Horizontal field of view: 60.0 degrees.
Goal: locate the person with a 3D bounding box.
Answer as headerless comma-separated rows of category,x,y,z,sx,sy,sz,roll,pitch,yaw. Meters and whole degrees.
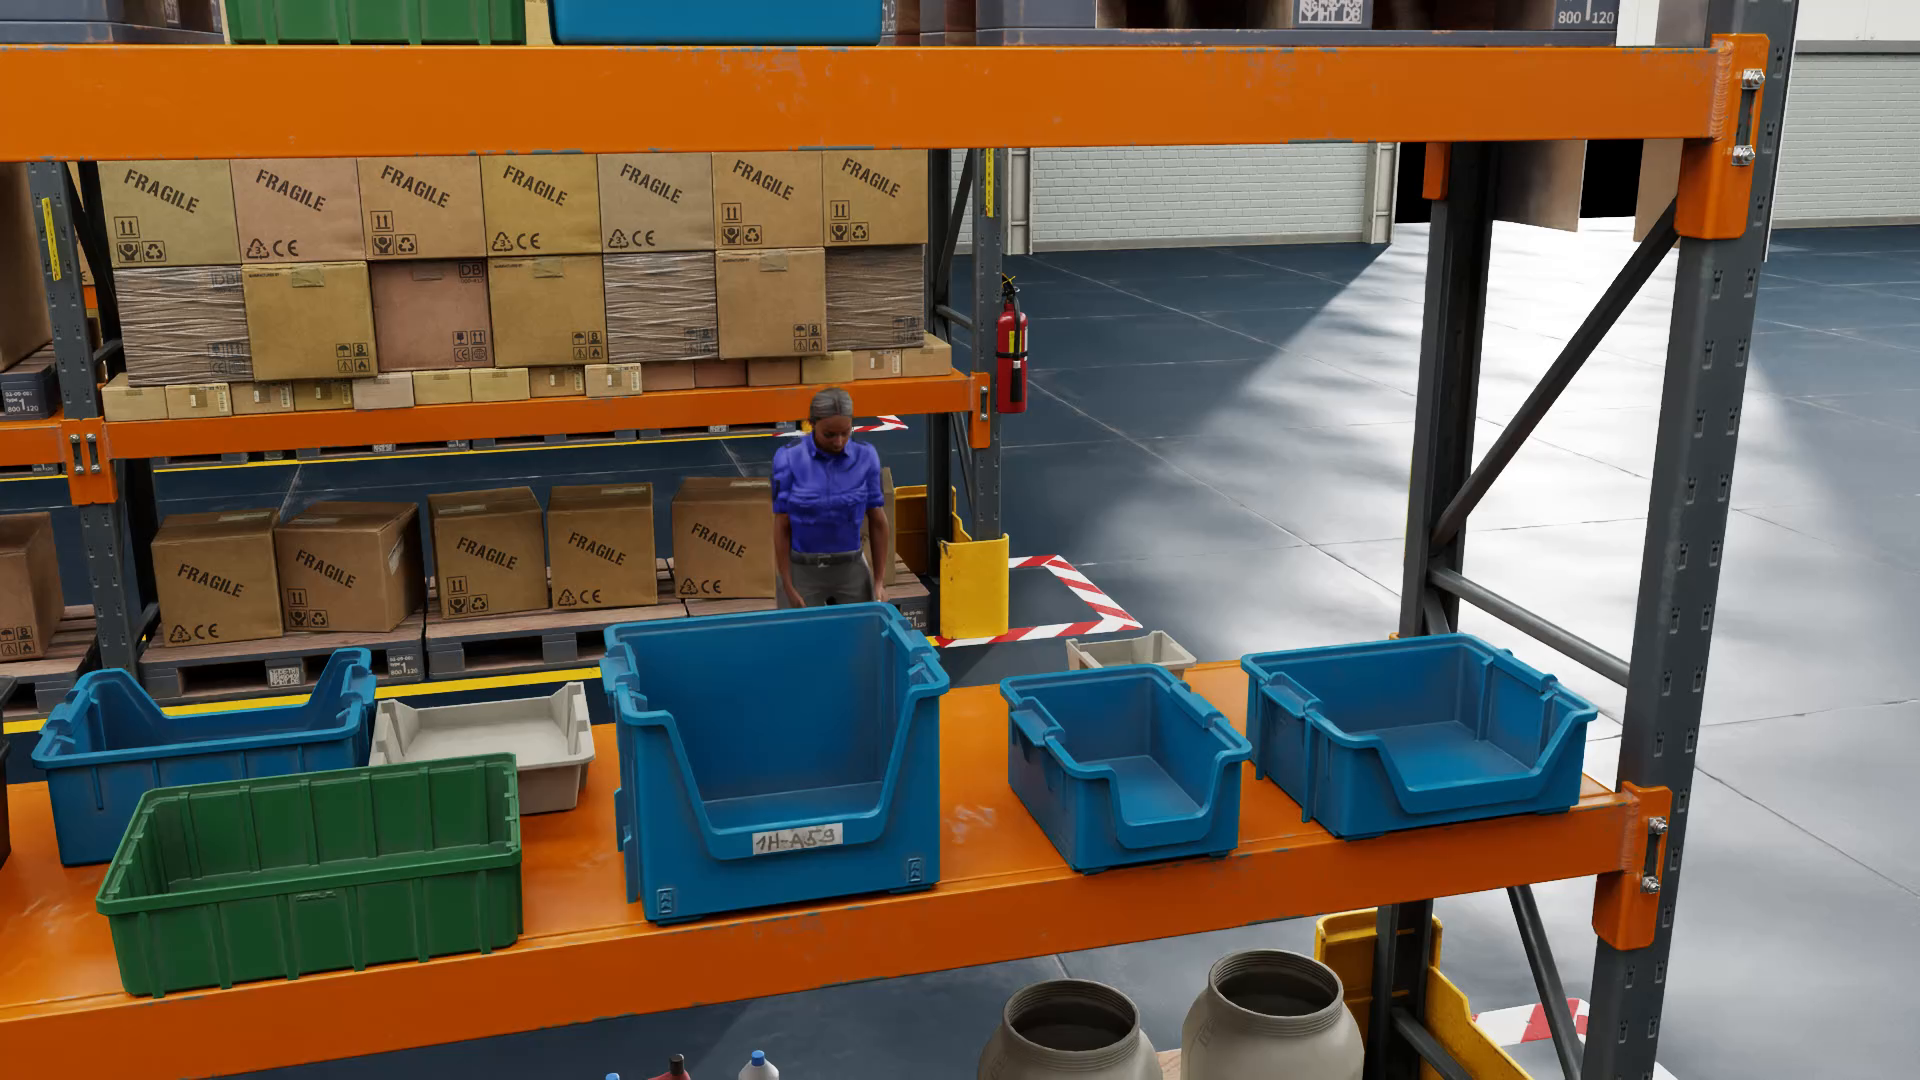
person,-0.498,0.187,6.492,0.453,1.618,0.367,-4,17,-14
